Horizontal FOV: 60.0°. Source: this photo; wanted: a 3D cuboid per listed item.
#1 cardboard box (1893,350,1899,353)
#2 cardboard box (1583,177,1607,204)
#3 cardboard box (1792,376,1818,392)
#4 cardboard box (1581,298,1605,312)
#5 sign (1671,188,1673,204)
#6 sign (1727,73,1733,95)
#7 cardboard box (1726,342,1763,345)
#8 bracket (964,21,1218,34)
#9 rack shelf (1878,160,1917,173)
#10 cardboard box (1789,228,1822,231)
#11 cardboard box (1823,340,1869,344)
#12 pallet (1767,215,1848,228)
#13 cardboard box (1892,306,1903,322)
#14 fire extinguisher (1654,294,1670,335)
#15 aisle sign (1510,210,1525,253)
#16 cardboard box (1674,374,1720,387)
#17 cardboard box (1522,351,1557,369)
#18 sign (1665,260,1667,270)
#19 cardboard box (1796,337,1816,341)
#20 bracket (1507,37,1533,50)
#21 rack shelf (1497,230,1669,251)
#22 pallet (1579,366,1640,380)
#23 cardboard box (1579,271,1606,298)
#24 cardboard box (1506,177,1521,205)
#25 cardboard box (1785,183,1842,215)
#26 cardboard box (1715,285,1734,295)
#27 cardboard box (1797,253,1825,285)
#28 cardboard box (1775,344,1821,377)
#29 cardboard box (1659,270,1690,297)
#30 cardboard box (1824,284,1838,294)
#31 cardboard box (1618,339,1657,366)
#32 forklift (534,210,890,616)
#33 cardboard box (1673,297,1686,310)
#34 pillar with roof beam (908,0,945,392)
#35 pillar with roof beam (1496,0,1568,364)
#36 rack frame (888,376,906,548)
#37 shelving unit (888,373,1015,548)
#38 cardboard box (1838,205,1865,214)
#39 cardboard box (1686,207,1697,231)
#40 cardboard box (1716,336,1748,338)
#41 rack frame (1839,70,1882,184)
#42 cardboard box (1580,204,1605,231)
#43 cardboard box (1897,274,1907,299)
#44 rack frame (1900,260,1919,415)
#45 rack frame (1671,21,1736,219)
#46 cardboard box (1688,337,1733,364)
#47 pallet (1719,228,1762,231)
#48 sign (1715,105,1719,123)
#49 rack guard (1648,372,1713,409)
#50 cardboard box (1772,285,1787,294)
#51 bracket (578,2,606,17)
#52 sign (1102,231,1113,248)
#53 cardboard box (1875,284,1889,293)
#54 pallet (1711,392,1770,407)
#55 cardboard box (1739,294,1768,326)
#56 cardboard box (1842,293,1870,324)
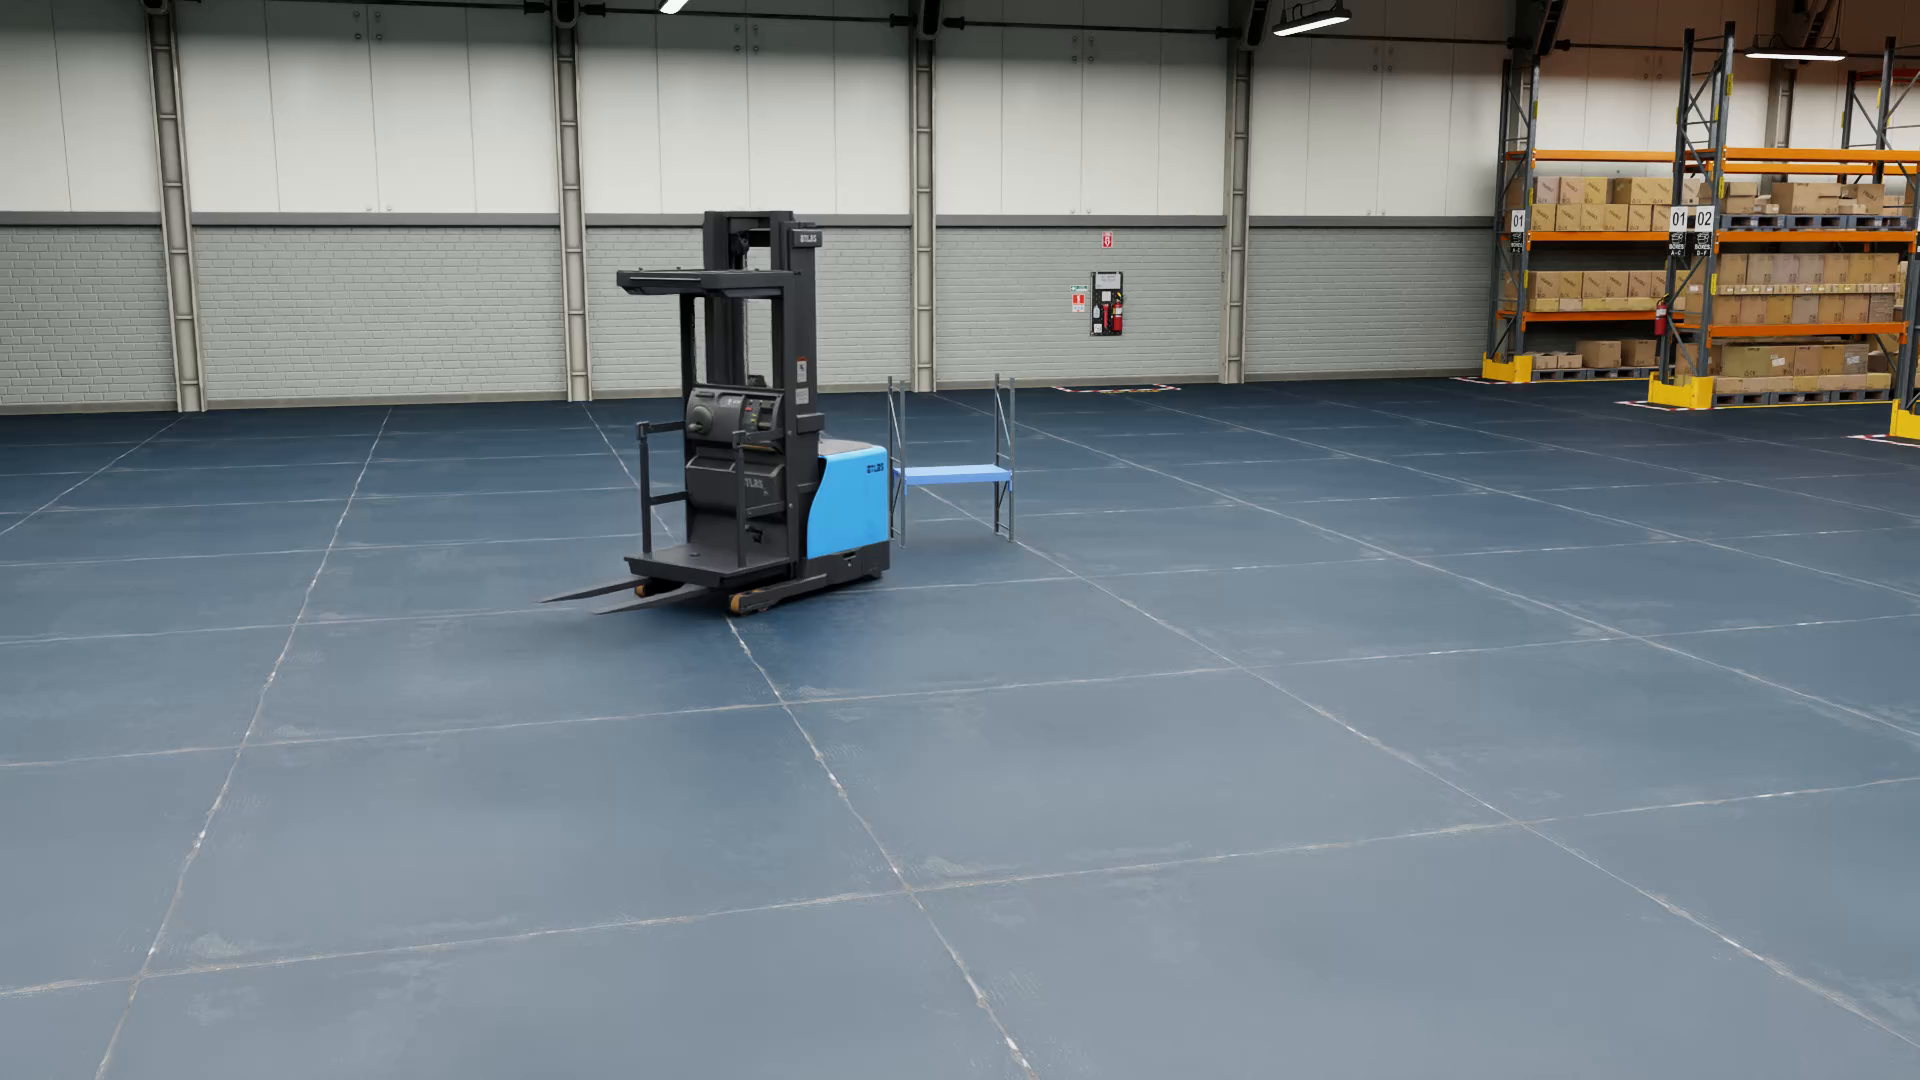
[{"bbox_3d":[16.473,-3.125,28.828,0.500,0.311,0.500,-3,11,-14],"label":"cardboard box"},{"bbox_3d":[11.860,-6.604,31.459,0.500,0.500,0.500,-3,11,-14],"label":"cardboard box"},{"bbox_3d":[13.844,-2.613,27.596,0.500,0.250,0.500,-3,11,-16],"label":"cardboard box"},{"bbox_3d":[11.980,-4.515,31.850,0.500,0.250,0.500,-3,11,-17],"label":"cardboard box"},{"bbox_3d":[11.688,-5.662,27.209,0.005,0.325,0.100,-3,11,-16],"label":"sign"},{"bbox_3d":[11.975,-7.086,25.869,0.005,0.325,0.100,-3,11,-16],"label":"sign"},{"bbox_3d":[13.214,-3.050,27.897,0.500,0.500,0.500,-3,11,-16],"label":"cardboard box"},{"bbox_3d":[2.318,-8.945,29.042,4.783,0.066,0.076,-3,11,-16],"label":"bracket"},{"bbox_3d":[17.587,-6.399,28.244,4.000,0.370,1.077,-3,11,-16],"label":"rack shelf"},{"bbox_3d":[16.848,-6.447,33.361,0.637,0.503,0.797,-1,11,-8],"label":"cardboard box"},{"bbox_3d":[15.134,-3.152,28.448,0.500,0.500,0.500,-3,11,-16],"label":"cardboard box"},{"bbox_3d":[13.686,-5.221,27.282,1.213,0.211,1.003,-3,11,-16],"label":"pallet"},{"bbox_3d":[16.127,-3.856,28.327,0.500,0.250,0.500,-2,11,-12],"label":"cardboard box"},{"bbox_3d":[11.583,-3.732,27.450,0.183,0.674,0.296,-3,11,-16],"label":"fire extinguisher"},{"bbox_3d":[10.453,-5.779,31.175,0.004,0.787,0.394,-3,11,-16],"label":"aisle sign"},{"bbox_3d":[12.258,-2.628,27.674,0.500,0.250,0.500,-3,11,-16],"label":"cardboard box"},{"bbox_3d":[11.127,-3.469,32.022,0.500,0.311,0.500,-4,11,-22],"label":"cardboard box"},{"bbox_3d":[14.120,-5.424,33.231,0.005,0.325,0.100,-3,11,-16],"label":"sign"},{"bbox_3d":[16.915,-3.897,33.820,0.500,0.500,0.700,-3,11,-16],"label":"cardboard box"},{"bbox_3d":[10.569,-9.380,31.404,0.430,0.232,0.235,-3,11,-16],"label":"bracket"},{"bbox_3d":[12.358,-5.779,32.057,4.000,0.370,1.077,-3,11,-16],"label":"rack shelf"},{"bbox_3d":[12.470,-3.285,32.509,1.213,0.211,1.003,-3,11,-16],"label":"pallet"},{"bbox_3d":[11.955,-4.881,31.767,0.500,0.500,0.500,-3,11,-18],"label":"cardboard box"},{"bbox_3d":[10.779,-6.649,31.706,0.500,0.500,0.500,-3,11,-13],"label":"cardboard box"},{"bbox_3d":[14.050,-5.638,27.471,0.637,0.503,0.797,-2,11,-10],"label":"cardboard box"},{"bbox_3d":[12.263,-4.046,26.874,0.250,0.149,0.380,-3,11,-16],"label":"cardboard box"},{"bbox_3d":[13.797,-4.485,27.468,0.500,0.500,0.700,-3,11,-16],"label":"cardboard box"},{"bbox_3d":[13.844,-2.982,27.527,0.500,0.500,0.500,-3,11,-16],"label":"cardboard box"},{"bbox_3d":[13.911,-4.986,32.335,0.500,0.500,0.500,-3,11,-16],"label":"cardboard box"},{"bbox_3d":[14.246,-4.151,27.444,0.250,0.149,0.380,-3,11,-14],"label":"cardboard box"},{"bbox_3d":[13.293,-3.686,32.677,0.500,0.500,0.500,-4,11,-20],"label":"cardboard box"},{"bbox_3d":[-1.843,-0.980,12.475,1.130,2.935,3.031,7,13,35],"label":"forklift"},{"bbox_3d":[13.908,-4.618,32.408,0.500,0.250,0.500,-3,11,-16],"label":"cardboard box"},{"bbox_3d":[0.550,-6.337,24.816,0.548,9.000,9.100,-3,11,-16],"label":"pillar with roof beam"},{"bbox_3d":[12.071,-6.944,28.115,0.548,9.000,9.100,-3,11,-16],"label":"pillar with roof beam"},{"bbox_3d":[-0.570,-0.708,14.951,0.032,1.500,0.500,-3,11,-16],"label":"rack frame"},{"bbox_3d":[-0.082,-0.733,15.091,1.048,1.500,0.538,-3,11,-16],"label":"shelving unit"},{"bbox_3d":[14.585,-5.416,27.247,0.250,0.149,0.380,-3,11,-16],"label":"cardboard box"},{"bbox_3d":[13.860,-6.224,32.158,0.500,0.500,0.500,-3,11,-14],"label":"cardboard box"},{"bbox_3d":[15.402,-4.177,33.274,0.500,0.250,0.500,-3,11,-17],"label":"cardboard box"},{"bbox_3d":[18.119,-7.911,33.369,0.127,3.000,1.000,-3,11,-16],"label":"rack frame"},{"bbox_3d":[11.852,-6.112,31.547,0.500,0.500,0.500,-2,11,-13],"label":"cardboard box"},{"bbox_3d":[19.162,-5.171,33.902,0.500,0.500,0.500,-3,11,-14],"label":"cardboard box"},{"bbox_3d":[13.207,-2.834,22.359,0.127,3.000,1.000,-3,11,-16],"label":"rack frame"},{"bbox_3d":[11.826,-6.646,26.494,0.127,3.000,1.000,-3,11,-16],"label":"rack frame"},{"bbox_3d":[14.980,-3.786,33.218,0.500,0.500,0.700,-3,11,-14],"label":"cardboard box"},{"bbox_3d":[14.901,-6.154,32.628,1.003,0.211,1.213,-3,11,-16],"label":"pallet"},{"bbox_3d":[14.412,-8.112,31.661,0.005,0.325,0.100,-3,11,-16],"label":"sign"},{"bbox_3d":[11.803,-2.465,27.257,0.348,0.500,1.175,-3,11,-16],"label":"rack guard"},{"bbox_3d":[13.254,-4.098,27.159,0.250,0.149,0.380,-3,11,-18],"label":"cardboard box"},{"bbox_3d":[-5.917,-8.511,26.685,0.430,0.232,0.235,-3,11,-16],"label":"bracket"},{"bbox_3d":[2.688,-5.477,30.312,0.199,0.298,0.001,-3,11,-16],"label":"sign"},{"bbox_3d":[15.227,-4.203,27.726,0.250,0.149,0.380,-3,11,-17],"label":"cardboard box"},{"bbox_3d":[12.548,-2.370,27.539,1.213,0.211,1.003,-3,11,-16],"label":"pallet"},{"bbox_3d":[12.781,-3.793,27.293,0.500,0.500,0.700,-3,11,-14],"label":"cardboard box"},{"bbox_3d":[14.738,-3.895,27.848,0.500,0.500,0.700,-3,11,-17],"label":"cardboard box"}]
